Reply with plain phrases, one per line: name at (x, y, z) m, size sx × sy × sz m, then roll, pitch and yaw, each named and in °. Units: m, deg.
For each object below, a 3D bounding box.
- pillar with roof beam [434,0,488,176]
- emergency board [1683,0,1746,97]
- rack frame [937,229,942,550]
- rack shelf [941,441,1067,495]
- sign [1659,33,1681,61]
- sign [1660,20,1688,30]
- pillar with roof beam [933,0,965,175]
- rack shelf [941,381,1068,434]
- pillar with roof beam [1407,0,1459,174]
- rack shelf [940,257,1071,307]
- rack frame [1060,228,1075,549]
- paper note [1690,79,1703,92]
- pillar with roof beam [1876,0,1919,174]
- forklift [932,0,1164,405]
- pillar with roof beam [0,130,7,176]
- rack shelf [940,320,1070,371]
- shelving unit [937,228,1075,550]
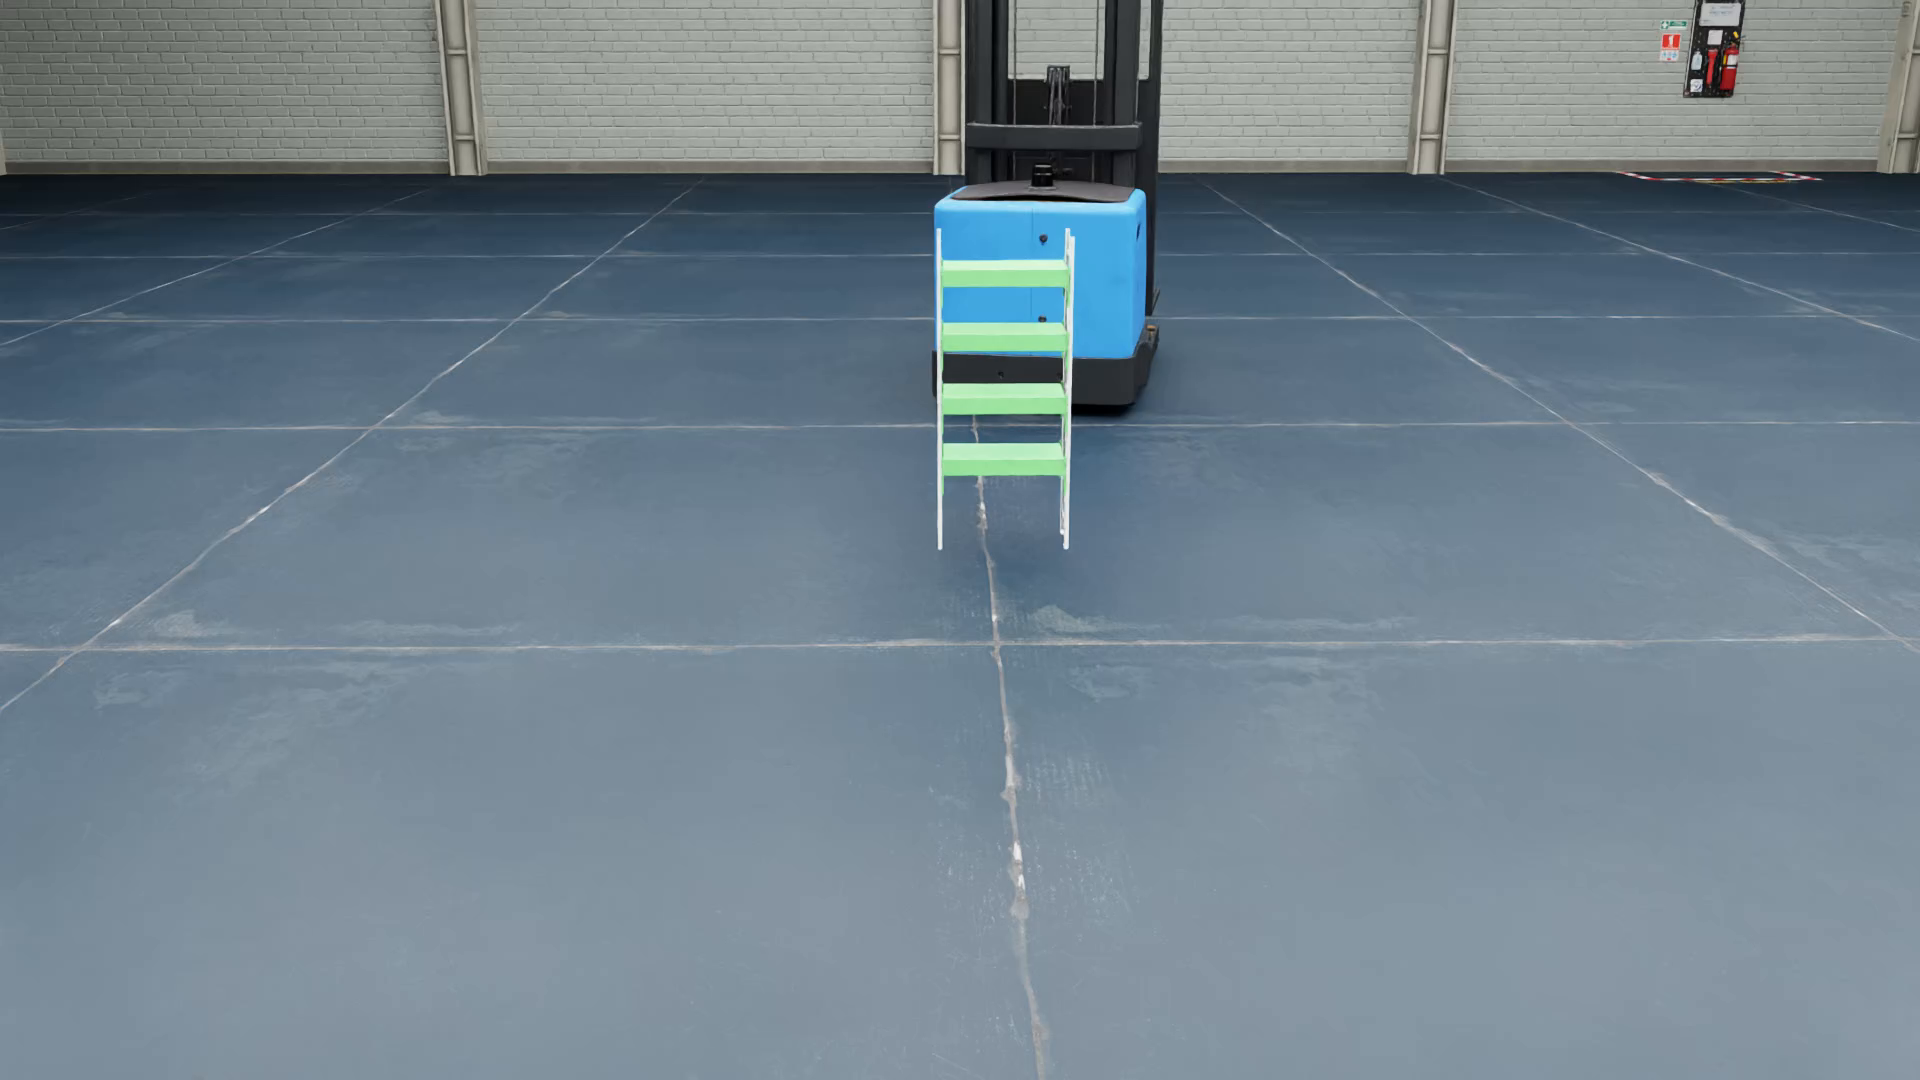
pillar with roof beam at (-6.065, -7.540, 15.321) m, size 0.400 × 9.000 × 9.100 m, roll 0°, pitch 18°, yaw -1°
emergency board at (9.394, -6.085, 20.606) m, size 0.643 × 1.169 × 0.194 m, roll 0°, pitch 18°, yaw -1°
rack frame at (-0.078, -0.571, 6.363) m, size 0.015 × 1.200 × 0.240 m, roll 0°, pitch 18°, yaw -1°
rack shelf at (0.166, -0.283, 6.460) m, size 0.480 × 0.148 × 0.258 m, roll 0°, pitch 18°, yaw -1°
sign at (8.839, -6.131, 20.691) m, size 0.234 × 0.329 × 0.001 m, roll 0°, pitch 18°, yaw -1°
sign at (8.844, -6.381, 20.601) m, size 0.331 × 0.109 × 0.001 m, roll 0°, pitch 18°, yaw -1°
pillar with roof beam at (-0.065, -7.569, 15.411) m, size 0.400 × 9.000 × 9.100 m, roll 0°, pitch 18°, yaw -1°
rack shelf at (0.166, -0.511, 6.386) m, size 0.480 × 0.148 × 0.258 m, roll 0°, pitch 18°, yaw -1°
pillar with roof beam at (5.934, -7.598, 15.502) m, size 0.400 × 9.000 × 9.100 m, roll 0°, pitch 18°, yaw -1°
rack shelf at (0.166, -0.968, 6.240) m, size 0.480 × 0.148 × 0.258 m, roll 0°, pitch 18°, yaw -1°
rack frame at (0.409, -0.573, 6.370) m, size 0.015 × 1.200 × 0.240 m, roll 0°, pitch 18°, yaw -1°
paper note at (9.215, -5.686, 20.804) m, size 0.142 × 0.148 × 0.016 m, roll 0°, pitch 18°, yaw -1°
pillar with roof beam at (11.933, -7.627, 15.592) m, size 0.400 × 9.000 × 9.100 m, roll 0°, pitch 18°, yaw -1°
forklift at (0.612, -2.489, 9.507) m, size 1.130 × 2.935 × 3.031 m, roll 3°, pitch 18°, yaw 9°
pillar with roof beam at (-12.064, -7.511, 15.231) m, size 0.400 × 9.000 × 9.100 m, roll 0°, pitch 18°, yaw -1°
rack shelf at (0.166, -0.740, 6.313) m, size 0.480 × 0.148 × 0.258 m, roll 0°, pitch 18°, yaw -1°
shelving unit at (0.166, -0.572, 6.367) m, size 0.503 × 1.200 × 0.258 m, roll 0°, pitch 18°, yaw -1°
